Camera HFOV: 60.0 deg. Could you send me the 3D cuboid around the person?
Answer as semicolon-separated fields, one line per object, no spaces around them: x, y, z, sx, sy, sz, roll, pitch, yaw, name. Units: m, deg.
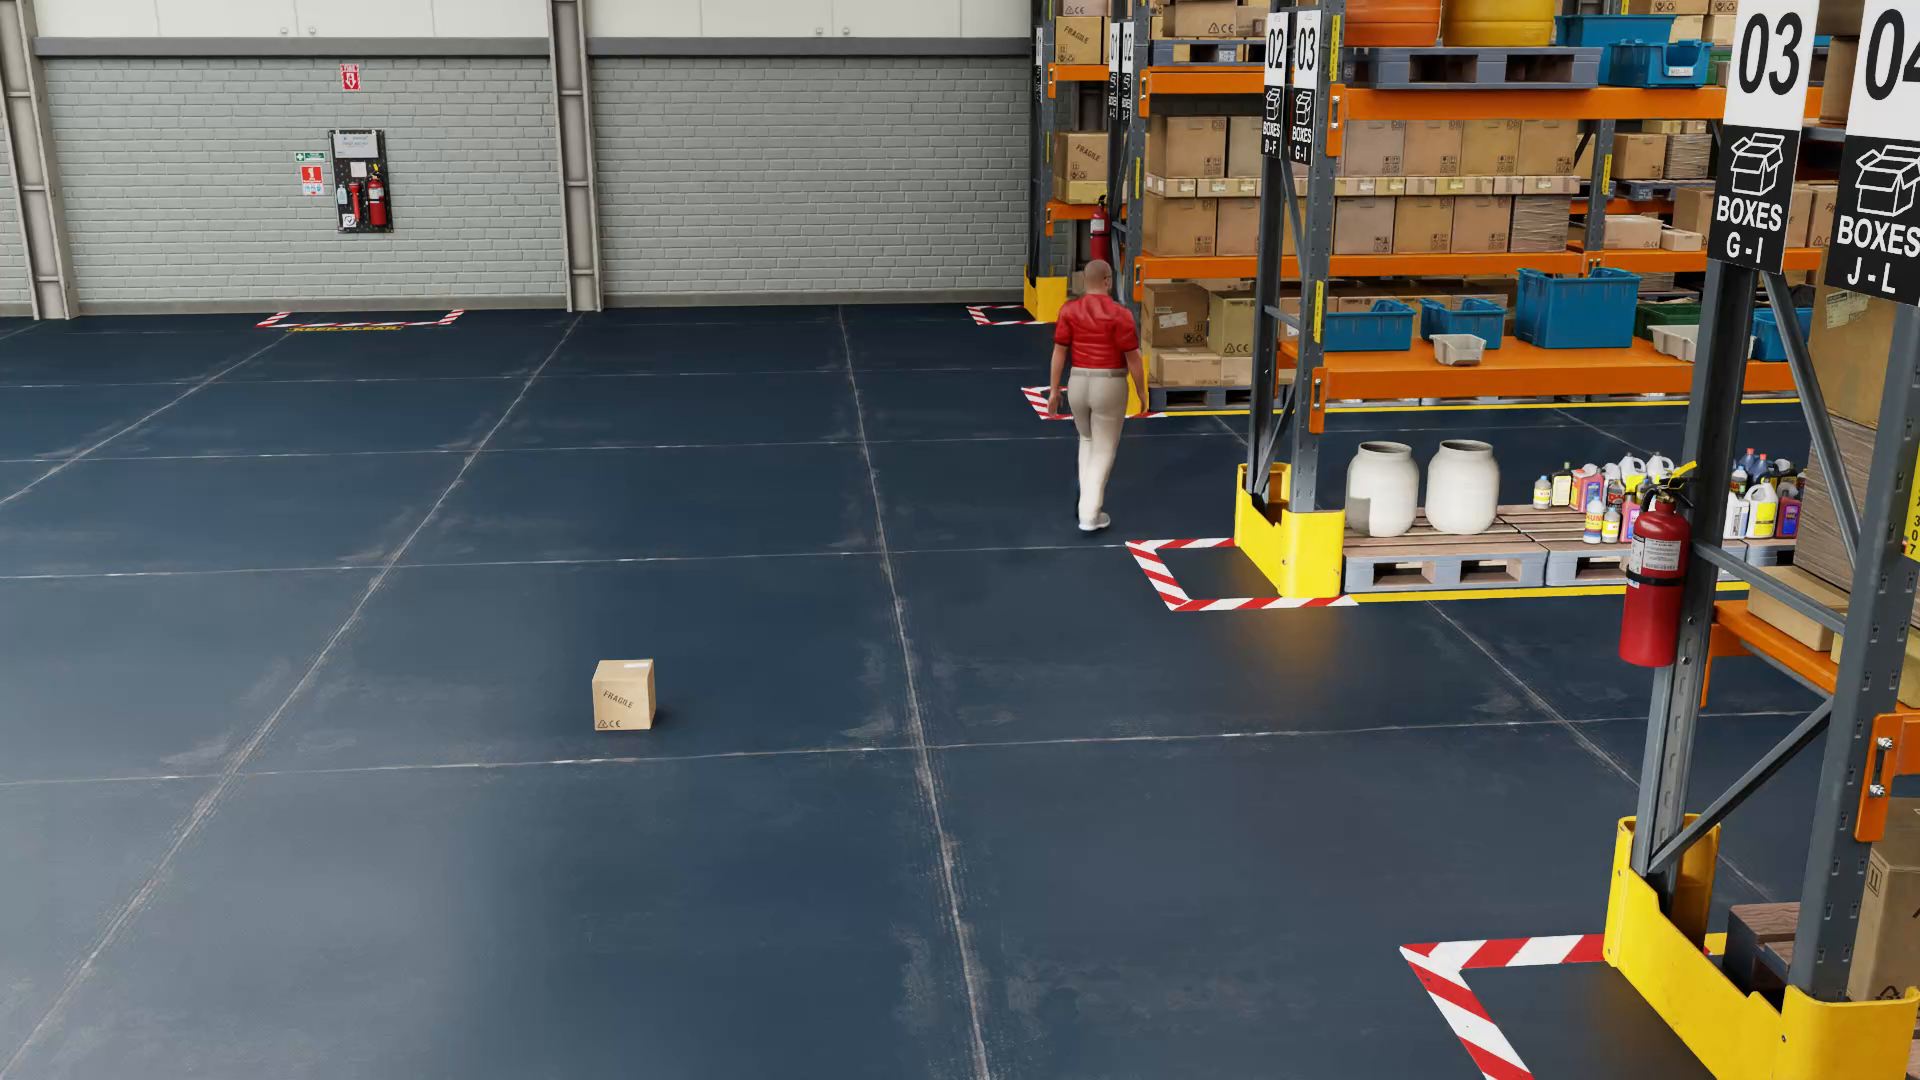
0.893;-0.893;10.644;0.589;1.807;0.566;11;20;32;person
